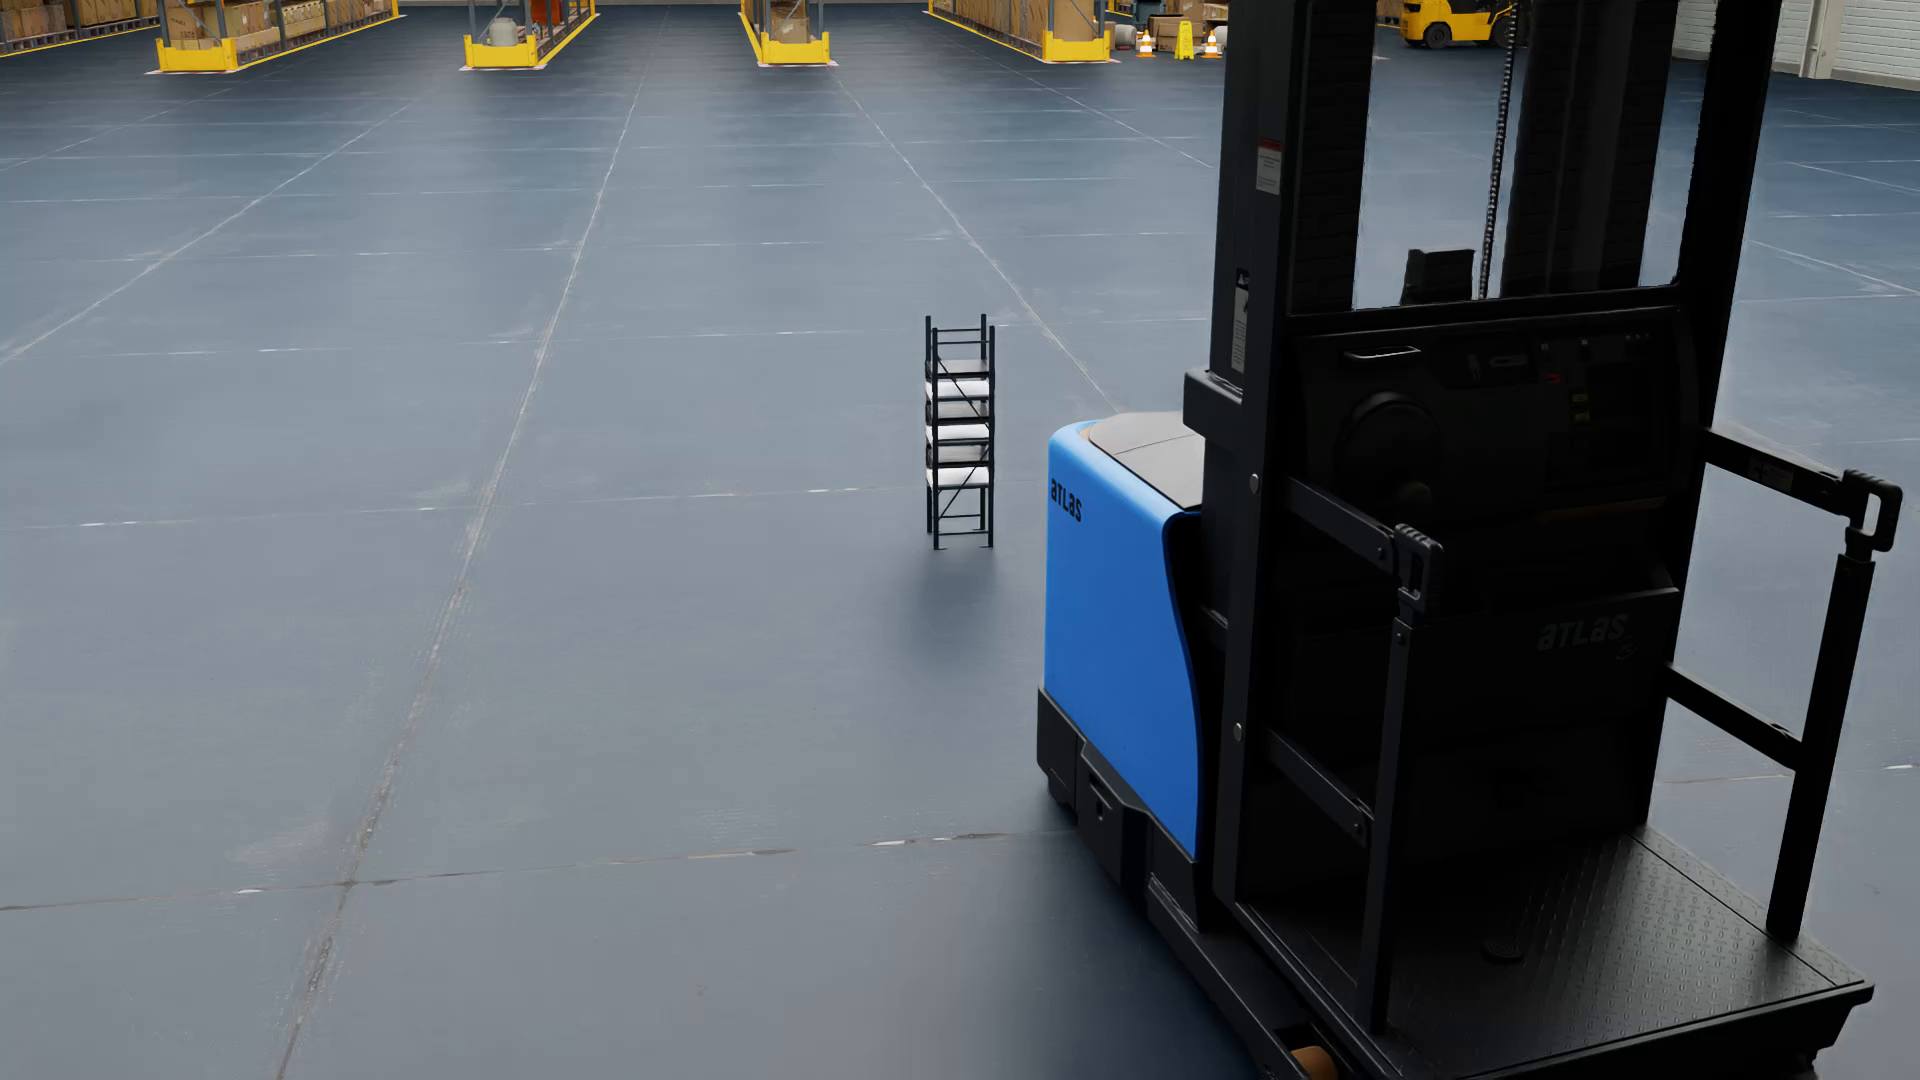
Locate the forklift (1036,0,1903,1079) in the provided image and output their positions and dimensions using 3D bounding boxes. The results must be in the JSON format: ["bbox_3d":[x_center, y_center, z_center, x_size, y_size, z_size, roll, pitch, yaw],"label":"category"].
[{"bbox_3d":[1.171,-0.248,3.191,1.130,2.935,3.031,-7,21,-17],"label":"forklift"}]

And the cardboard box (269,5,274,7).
[{"bbox_3d":[-13.806,-10.457,32.954,0.500,0.311,0.500,-3,21,-8],"label":"cardboard box"}]

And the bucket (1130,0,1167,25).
[{"bbox_3d":[3.783,-10.594,33.300,0.726,0.611,0.620,4,11,11],"label":"bucket"}]

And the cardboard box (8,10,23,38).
[{"bbox_3d":[-18.392,-9.847,31.738,0.700,0.500,0.500,-3,21,-9],"label":"cardboard box"}]

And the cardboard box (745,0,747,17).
[{"bbox_3d":[-4.352,-12.572,38.527,1.225,0.875,0.875,-4,21,-10],"label":"cardboard box"}]

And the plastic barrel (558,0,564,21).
[{"bbox_3d":[-9.169,-11.893,37.117,0.600,0.588,0.708,-3,21,-8],"label":"plastic barrel"}]

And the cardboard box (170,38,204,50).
[{"bbox_3d":[-13.037,-8.327,28.054,0.500,0.250,0.500,-3,21,-8],"label":"cardboard box"}]

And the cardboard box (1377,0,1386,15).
[{"bbox_3d":[10.287,-12.784,39.629,0.500,0.500,0.500,-2,21,-5],"label":"cardboard box"}]

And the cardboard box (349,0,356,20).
[{"bbox_3d":[-13.908,-11.936,37.331,0.500,0.500,0.500,-3,21,-7],"label":"cardboard box"}]

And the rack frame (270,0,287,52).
[{"bbox_3d":[-13.244,-10.633,30.897,1.000,3.000,0.127,-3,21,-8],"label":"rack frame"}]

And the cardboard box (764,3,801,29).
[{"bbox_3d":[-3.639,-10.740,34.127,0.700,0.500,0.500,-5,21,-12],"label":"cardboard box"}]

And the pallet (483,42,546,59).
[{"bbox_3d":[-8.107,-8.917,30.289,1.003,0.211,1.213,-3,21,-8],"label":"pallet"}]

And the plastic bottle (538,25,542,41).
[{"bbox_3d":[-7.871,-9.486,31.080,0.061,0.283,0.133,-2,21,-4],"label":"plastic bottle"}]

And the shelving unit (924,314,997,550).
[{"bbox_3d":[-0.001,-0.424,6.566,0.258,0.900,0.210,-3,21,-8],"label":"shelving unit"}]

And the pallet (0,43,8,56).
[{"bbox_3d":[-18.014,-8.845,30.095,1.003,0.211,1.213,-3,21,-8],"label":"pallet"}]

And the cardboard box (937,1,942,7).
[{"bbox_3d":[-0.399,-13.899,43.116,0.380,0.149,0.250,-3,21,-7],"label":"cardboard box"}]

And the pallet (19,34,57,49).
[{"bbox_3d":[-18.438,-9.768,32.568,1.003,0.211,1.213,-3,21,-8],"label":"pallet"}]

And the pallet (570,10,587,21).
[{"bbox_3d":[-9.818,-13.021,41.277,1.003,0.211,1.213,-3,21,-8],"label":"pallet"}]

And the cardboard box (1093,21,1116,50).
[{"bbox_3d":[2.722,-9.691,31.944,0.500,0.500,0.500,1,20,2],"label":"cardboard box"}]

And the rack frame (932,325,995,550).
[{"bbox_3d":[0.014,-0.389,6.472,0.240,0.900,0.006,-3,21,-8],"label":"rack frame"}]

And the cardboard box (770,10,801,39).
[{"bbox_3d":[-3.332,-9.818,31.689,0.500,0.500,0.500,4,21,9],"label":"cardboard box"}]

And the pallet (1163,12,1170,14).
[{"bbox_3d":[5.399,-12.831,40.769,1.003,0.211,1.213,-3,21,-8],"label":"pallet"}]

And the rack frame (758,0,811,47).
[{"bbox_3d":[-3.441,-11.131,32.232,1.000,3.000,0.127,-3,21,-8],"label":"rack frame"}]

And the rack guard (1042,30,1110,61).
[{"bbox_3d":[2.062,-8.782,29.515,1.175,0.500,0.348,-3,21,-8],"label":"rack guard"}]

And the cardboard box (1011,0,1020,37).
[{"bbox_3d":[1.504,-10.326,32.514,0.875,0.875,0.875,-3,21,-7],"label":"cardboard box"}]

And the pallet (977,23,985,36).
[{"bbox_3d":[0.945,-11.148,36.263,1.003,0.211,1.213,-3,21,-8],"label":"pallet"}]

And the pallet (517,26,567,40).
[{"bbox_3d":[-8.845,-10.690,35.035,1.003,0.211,1.213,-3,21,-8],"label":"pallet"}]

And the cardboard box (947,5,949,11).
[{"bbox_3d":[-0.121,-13.278,41.455,0.380,0.149,0.250,-4,21,-10],"label":"cardboard box"}]

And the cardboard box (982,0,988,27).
[{"bbox_3d":[1.034,-11.356,35.449,1.050,0.750,0.750,-3,21,-7],"label":"cardboard box"}]

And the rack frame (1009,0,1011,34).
[{"bbox_3d":[1.482,-11.346,32.808,1.000,3.000,0.127,-3,21,-8],"label":"rack frame"}]

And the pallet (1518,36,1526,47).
[{"bbox_3d":[11.530,-9.876,32.855,1.003,0.211,1.213,-3,21,-8],"label":"pallet"}]

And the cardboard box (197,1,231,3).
[{"bbox_3d":[-13.343,-9.370,29.775,0.500,0.500,0.500,-3,21,-8],"label":"cardboard box"}]

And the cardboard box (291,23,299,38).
[{"bbox_3d":[-13.129,-9.871,32.186,0.500,0.250,0.500,-2,21,-6],"label":"cardboard box"}]

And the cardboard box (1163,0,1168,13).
[{"bbox_3d":[5.381,-13.392,40.720,0.875,0.875,0.875,-2,21,-6],"label":"cardboard box"}]

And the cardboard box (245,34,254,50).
[{"bbox_3d":[-12.672,-8.699,29.051,0.500,0.250,0.500,-3,21,-8],"label":"cardboard box"}]

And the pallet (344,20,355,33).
[{"bbox_3d":[-14.063,-11.393,36.919,1.003,0.211,1.213,-3,21,-8],"label":"pallet"}]

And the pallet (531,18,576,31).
[{"bbox_3d":[-9.246,-11.652,37.612,1.003,0.211,1.213,-3,21,-8],"label":"pallet"}]

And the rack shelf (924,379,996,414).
[{"bbox_3d":[-0.001,-0.562,6.515,0.258,0.077,0.200,-3,21,-8],"label":"rack shelf"}]

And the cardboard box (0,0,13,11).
[{"bbox_3d":[-18.335,-10.174,31.542,0.500,0.250,0.500,-3,21,-9],"label":"cardboard box"}]

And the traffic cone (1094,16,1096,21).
[{"bbox_3d":[2.783,-10.698,34.699,0.336,0.463,0.334,-3,21,-8],"label":"traffic cone"}]

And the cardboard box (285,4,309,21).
[{"bbox_3d":[-13.280,-10.492,33.049,0.500,0.311,0.500,-2,21,-6],"label":"cardboard box"}]

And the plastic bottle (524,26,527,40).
[{"bbox_3d":[-8.079,-9.520,31.183,0.152,0.276,0.135,-3,21,-8],"label":"plastic bottle"}]

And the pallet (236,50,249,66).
[{"bbox_3d":[-12.819,-8.204,28.381,1.003,0.211,1.213,-3,21,-8],"label":"pallet"}]

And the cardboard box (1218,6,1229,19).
[{"bbox_3d":[6.079,-11.268,35.752,0.950,0.372,0.625,-2,21,-6],"label":"cardboard box"}]

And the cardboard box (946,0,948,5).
[{"bbox_3d":[-0.138,-13.395,41.341,0.380,0.149,0.250,-4,21,-10],"label":"cardboard box"}]

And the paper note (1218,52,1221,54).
[{"bbox_3d":[4.837,-9.082,30.989,0.148,0.019,0.142,-11,23,-26],"label":"paper note"}]

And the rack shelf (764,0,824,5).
[{"bbox_3d":[-3.152,-10.102,30.504,1.077,0.370,4.000,-3,21,-8],"label":"rack shelf"}]

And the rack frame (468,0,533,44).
[{"bbox_3d":[-7.765,-9.496,27.855,1.000,3.000,0.127,-3,21,-8],"label":"rack frame"}]

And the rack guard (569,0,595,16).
[{"bbox_3d":[-10.088,-13.873,43.145,1.175,0.500,0.348,-3,21,-8],"label":"rack guard"}]

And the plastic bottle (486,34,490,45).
[{"bbox_3d":[-8.464,-9.005,29.911,0.097,0.201,0.097,0,20,0],"label":"plastic bottle"}]

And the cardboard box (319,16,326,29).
[{"bbox_3d":[-13.503,-10.756,34.558,0.500,0.250,0.500,-2,21,-6],"label":"cardboard box"}]

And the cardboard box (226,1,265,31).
[{"bbox_3d":[-12.824,-9.397,29.845,0.500,0.500,0.500,-3,21,-8],"label":"cardboard box"}]

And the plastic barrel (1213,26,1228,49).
[{"bbox_3d":[5.147,-9.678,32.023,0.512,0.421,0.421,12,24,30],"label":"plastic barrel"}]

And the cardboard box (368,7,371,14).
[{"bbox_3d":[-14.378,-12.737,39.951,0.380,0.166,0.250,-3,21,-8],"label":"cardboard box"}]

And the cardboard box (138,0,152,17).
[{"bbox_3d":[-19.305,-12.441,38.712,0.700,0.500,0.500,-3,21,-7],"label":"cardboard box"}]
